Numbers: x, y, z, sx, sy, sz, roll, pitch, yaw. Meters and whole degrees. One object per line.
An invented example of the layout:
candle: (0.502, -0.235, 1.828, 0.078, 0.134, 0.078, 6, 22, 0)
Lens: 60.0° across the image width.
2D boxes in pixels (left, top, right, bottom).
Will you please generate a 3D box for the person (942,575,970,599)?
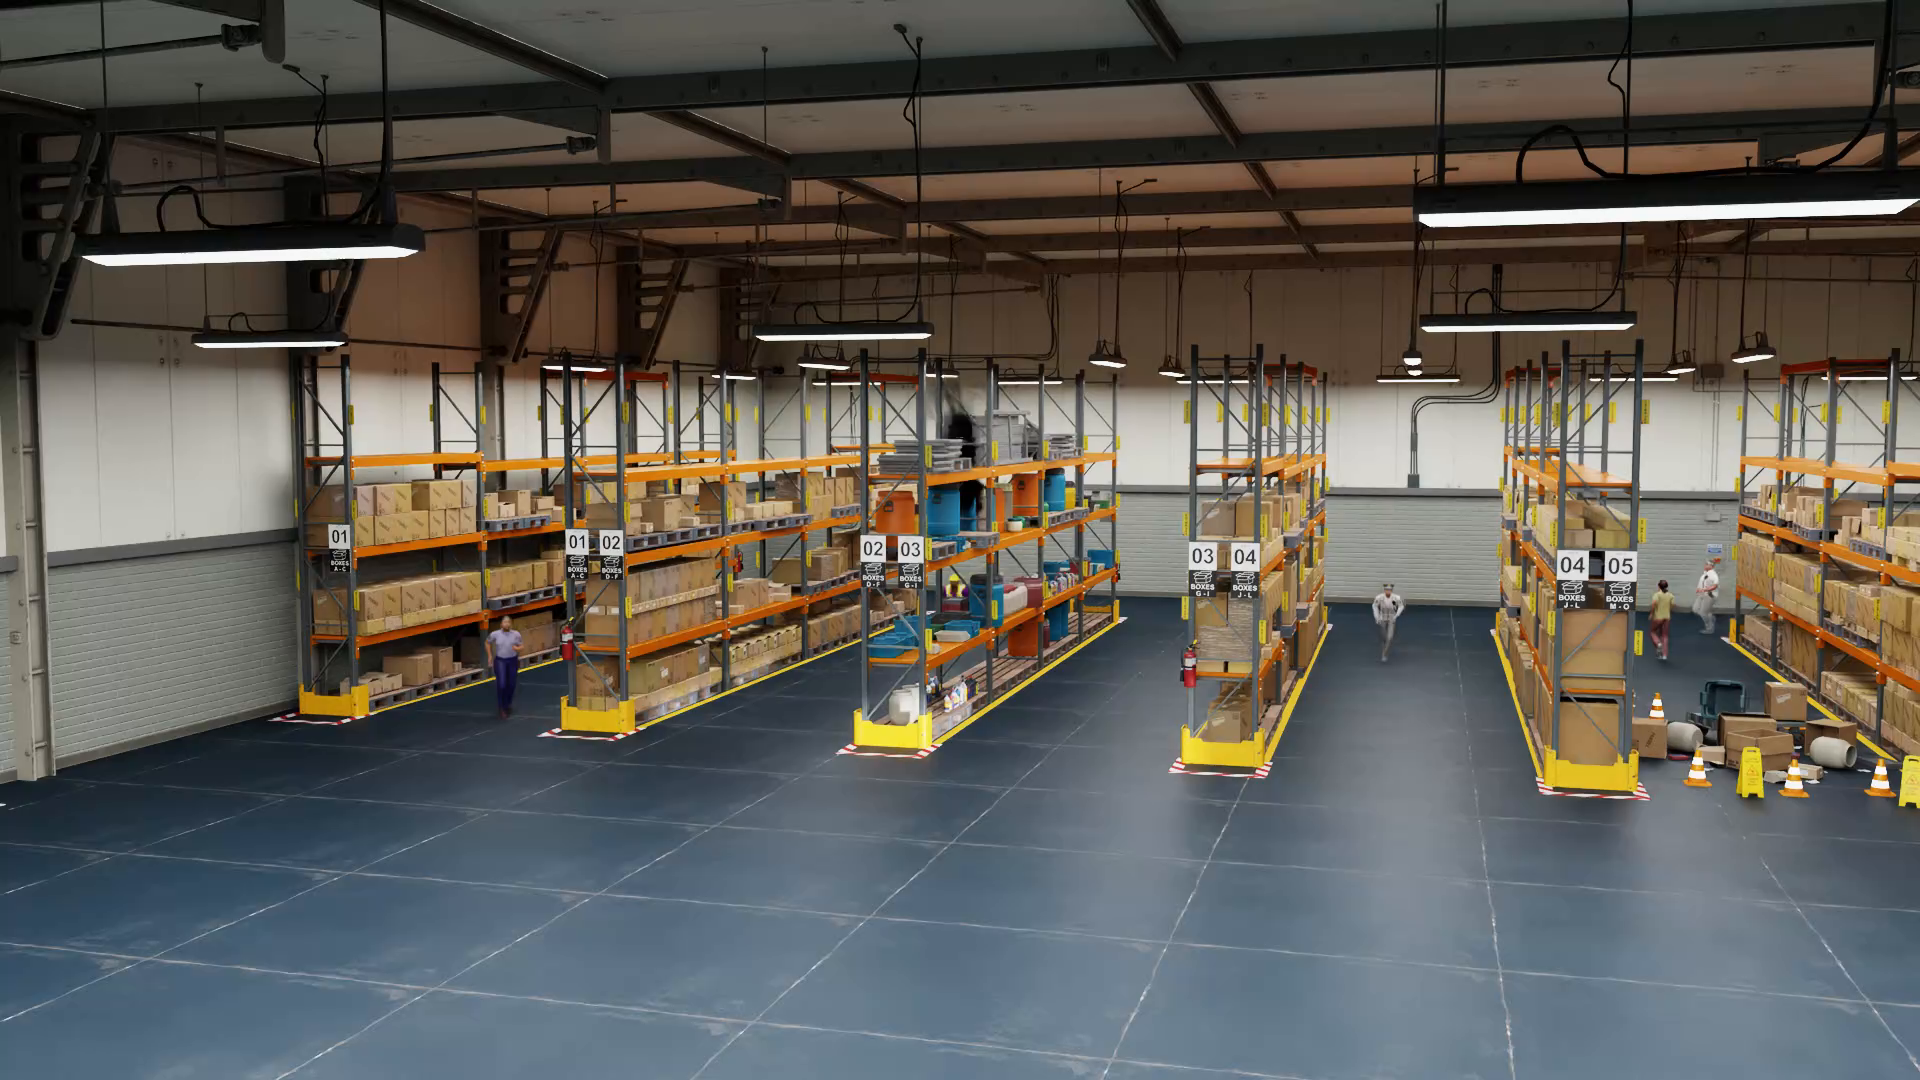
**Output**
person: (-0.076, 1.554, 34.998, 0.691, 1.693, 0.741, 1, 4, 13)

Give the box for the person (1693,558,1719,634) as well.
person: (17.106, 1.278, 38.101, 0.595, 1.734, 0.660, 0, 4, 3)

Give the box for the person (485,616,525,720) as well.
person: (-7.558, 2.110, 27.689, 0.581, 1.708, 0.766, -2, 5, -30)

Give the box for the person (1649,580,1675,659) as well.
person: (14.394, 1.626, 34.172, 0.560, 1.624, 0.621, 0, 4, -1)

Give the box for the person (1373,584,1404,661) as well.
person: (8.774, 1.667, 34.111, 0.615, 1.627, 0.797, 1, 4, 10)
